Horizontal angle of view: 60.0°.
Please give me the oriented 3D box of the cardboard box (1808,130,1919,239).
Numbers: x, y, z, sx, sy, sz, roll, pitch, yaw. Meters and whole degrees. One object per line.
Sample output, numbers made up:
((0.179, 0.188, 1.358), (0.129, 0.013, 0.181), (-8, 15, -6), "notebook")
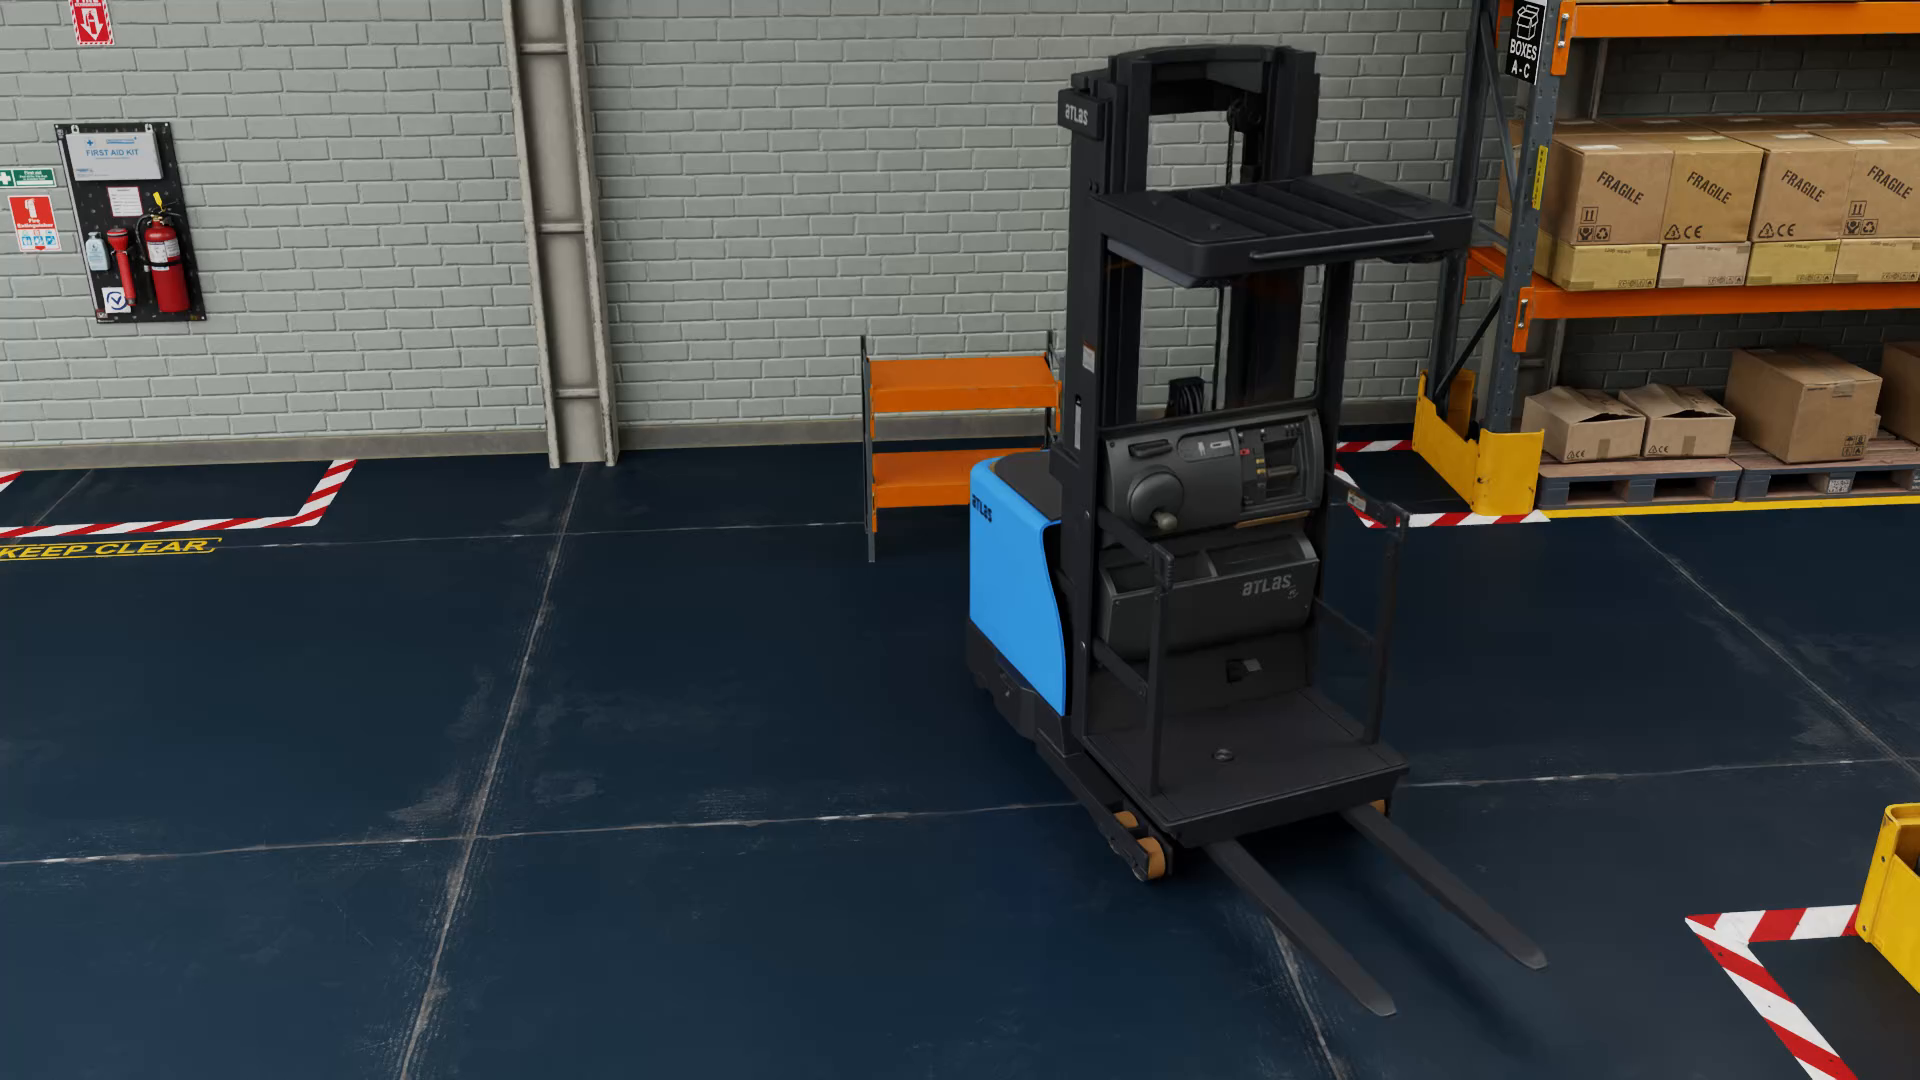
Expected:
((5.041, -1.985, 9.260), (0.500, 0.500, 0.500), (-2, 24, -3), "cardboard box")

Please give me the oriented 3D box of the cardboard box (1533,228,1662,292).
((3.533, -1.577, 9.265), (0.500, 0.250, 0.500), (-3, 24, -7), "cardboard box")

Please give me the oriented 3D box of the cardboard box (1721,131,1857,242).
((4.529, -1.960, 9.203), (0.500, 0.500, 0.500), (-3, 24, -7), "cardboard box")

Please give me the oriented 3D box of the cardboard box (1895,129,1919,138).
((5.559, -2.006, 9.308), (0.500, 0.500, 0.500), (-3, 24, -7), "cardboard box")

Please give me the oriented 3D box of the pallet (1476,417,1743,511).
((3.904, -0.492, 10.097), (1.213, 0.211, 1.003), (-2, 24, -5), "pallet")

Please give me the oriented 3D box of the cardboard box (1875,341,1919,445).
((5.968, -0.906, 10.131), (0.500, 0.500, 0.500), (-4, 24, -9), "cardboard box")

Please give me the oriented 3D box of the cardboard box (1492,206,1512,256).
((3.463, -1.783, 9.728), (0.500, 0.250, 0.500), (-2, 24, -4), "cardboard box")

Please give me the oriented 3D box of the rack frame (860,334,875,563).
((-0.499, -0.494, 8.976), (0.032, 1.125, 0.500), (-2, 24, -5), "rack frame")

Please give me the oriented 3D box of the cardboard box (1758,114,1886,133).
((4.982, -2.192, 9.725), (0.500, 0.500, 0.500), (-2, 24, -4), "cardboard box")

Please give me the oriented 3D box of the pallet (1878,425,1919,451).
((6.332, -0.590, 10.317), (1.213, 0.211, 1.003), (-2, 24, -5), "pallet")

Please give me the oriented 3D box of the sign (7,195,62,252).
((-5.366, -1.836, 9.644), (0.234, 0.329, 0.001), (-2, 24, -5), "sign")

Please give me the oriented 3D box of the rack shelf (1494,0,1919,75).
((5.007, -2.867, 9.200), (4.000, 0.370, 1.077), (-2, 24, -5), "rack shelf")

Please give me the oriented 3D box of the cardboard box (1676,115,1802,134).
((4.481, -2.172, 9.680), (0.500, 0.500, 0.500), (-3, 24, -7), "cardboard box")

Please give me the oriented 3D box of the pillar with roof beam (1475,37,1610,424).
((4.051, -3.124, 5.200), (0.400, 9.000, 9.100), (-2, 24, -5), "pillar with roof beam")

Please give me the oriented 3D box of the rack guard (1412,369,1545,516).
((3.092, -0.606, 9.998), (0.348, 0.500, 1.175), (-2, 24, -5), "rack guard")

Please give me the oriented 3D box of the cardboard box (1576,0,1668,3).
((3.374, -3.083, 8.652), (0.500, 0.500, 0.500), (-2, 24, -4), "cardboard box")

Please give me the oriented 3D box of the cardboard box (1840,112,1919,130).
((5.497, -2.217, 9.782), (0.500, 0.500, 0.500), (-2, 24, -4), "cardboard box")

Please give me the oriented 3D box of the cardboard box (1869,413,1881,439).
((5.403, -0.747, 10.207), (0.250, 0.149, 0.380), (-4, 24, -9), "cardboard box")

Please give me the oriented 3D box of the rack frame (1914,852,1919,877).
((3.507, 0.257, 4.979), (0.127, 3.000, 1.000), (-2, 24, -5), "rack frame")

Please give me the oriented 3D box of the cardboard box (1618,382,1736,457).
((4.281, -0.732, 9.972), (0.500, 0.311, 0.500), (0, 24, -1), "cardboard box")

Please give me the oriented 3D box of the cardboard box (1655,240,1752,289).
((4.049, -1.603, 9.325), (0.500, 0.250, 0.500), (-3, 24, -7), "cardboard box")

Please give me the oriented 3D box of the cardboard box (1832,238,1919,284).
((5.059, -1.641, 9.408), (0.500, 0.250, 0.500), (-2, 24, -5), "cardboard box")

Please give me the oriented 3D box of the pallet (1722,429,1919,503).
((5.115, -0.540, 10.204), (1.213, 0.211, 1.003), (-2, 24, -5), "pallet")

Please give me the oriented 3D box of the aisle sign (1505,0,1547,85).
((2.974, -2.809, 8.676), (0.004, 0.787, 0.394), (-2, 24, -5), "aisle sign")

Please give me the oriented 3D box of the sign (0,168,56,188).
((-5.361, -2.075, 9.528), (0.331, 0.109, 0.001), (-2, 24, -5), "sign")

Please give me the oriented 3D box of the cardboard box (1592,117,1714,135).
((3.967, -2.149, 9.629), (0.500, 0.500, 0.500), (-2, 24, -4), "cardboard box")

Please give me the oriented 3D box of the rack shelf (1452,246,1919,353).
((5.007, -1.496, 9.809), (4.000, 0.370, 1.077), (-2, 24, -5), "rack shelf")

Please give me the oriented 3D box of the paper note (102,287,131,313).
((-4.989, -1.418, 9.833), (0.142, 0.148, 0.016), (-2, 24, -5), "paper note")

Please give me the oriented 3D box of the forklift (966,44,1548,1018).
((1.065, -0.238, 6.176), (1.130, 2.935, 3.031), (-10, 26, -21), "forklift")

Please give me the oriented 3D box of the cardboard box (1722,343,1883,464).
((5.016, -0.827, 9.954), (0.500, 0.500, 0.700), (-4, 24, -8), "cardboard box")

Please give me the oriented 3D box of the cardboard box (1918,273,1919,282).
((5.560, -1.661, 9.454), (0.500, 0.250, 0.500), (-2, 24, -5), "cardboard box")

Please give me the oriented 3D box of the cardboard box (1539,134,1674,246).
((3.521, -1.926, 9.127), (0.500, 0.500, 0.500), (-2, 24, -5), "cardboard box")

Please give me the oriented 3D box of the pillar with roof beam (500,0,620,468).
((-1.920, -2.885, 4.661), (0.400, 9.000, 9.100), (-2, 24, -5), "pillar with roof beam")

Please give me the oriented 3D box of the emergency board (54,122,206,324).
((-4.806, -1.800, 9.607), (0.643, 1.169, 0.194), (-2, 24, -5), "emergency board")

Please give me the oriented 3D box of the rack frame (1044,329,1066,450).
((0.513, -0.535, 9.068), (0.032, 1.125, 0.500), (-2, 24, -5), "rack frame")

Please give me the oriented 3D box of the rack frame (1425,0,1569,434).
((3.016, -1.745, 9.483), (0.127, 3.000, 1.000), (-2, 24, -5), "rack frame")

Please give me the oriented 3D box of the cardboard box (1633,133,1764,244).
((4.014, -1.942, 9.162), (0.500, 0.500, 0.500), (-2, 24, -5), "cardboard box")

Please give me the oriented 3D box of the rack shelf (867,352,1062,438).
((0.007, -0.782, 8.903), (1.000, 0.278, 0.538), (-2, 24, -5), "rack shelf")

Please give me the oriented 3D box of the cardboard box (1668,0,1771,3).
((3.912, -3.090, 8.668), (0.500, 0.500, 0.500), (-1, 24, -2), "cardboard box")

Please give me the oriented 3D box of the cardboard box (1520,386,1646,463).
((3.714, -0.709, 9.920), (0.500, 0.311, 0.500), (-5, 24, -11), "cardboard box")

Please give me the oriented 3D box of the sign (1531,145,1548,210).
((3.070, -1.922, 8.814), (0.005, 0.325, 0.100), (-2, 24, -5), "sign")

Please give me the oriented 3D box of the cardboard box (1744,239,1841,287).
((4.556, -1.621, 9.365), (0.500, 0.250, 0.500), (-3, 24, -6), "cardboard box")

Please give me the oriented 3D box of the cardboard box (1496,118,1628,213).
((3.465, -2.133, 9.593), (0.500, 0.500, 0.500), (-3, 24, -6), "cardboard box")

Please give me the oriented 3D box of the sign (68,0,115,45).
((-4.824, -2.899, 9.226), (0.199, 0.298, 0.001), (-2, 24, -5), "sign")

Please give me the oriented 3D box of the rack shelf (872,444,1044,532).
((0.007, -0.291, 9.121), (1.000, 0.278, 0.538), (-2, 24, -5), "rack shelf")

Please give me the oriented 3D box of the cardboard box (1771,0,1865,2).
((4.428, -3.112, 8.719), (0.500, 0.500, 0.500), (-1, 24, -3), "cardboard box")

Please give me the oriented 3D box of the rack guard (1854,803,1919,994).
((3.483, 1.400, 5.485), (0.348, 0.500, 1.175), (-2, 24, -5), "rack guard")

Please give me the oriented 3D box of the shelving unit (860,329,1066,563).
((0.007, -0.514, 9.022), (1.048, 1.125, 0.538), (-2, 24, -5), "shelving unit")
